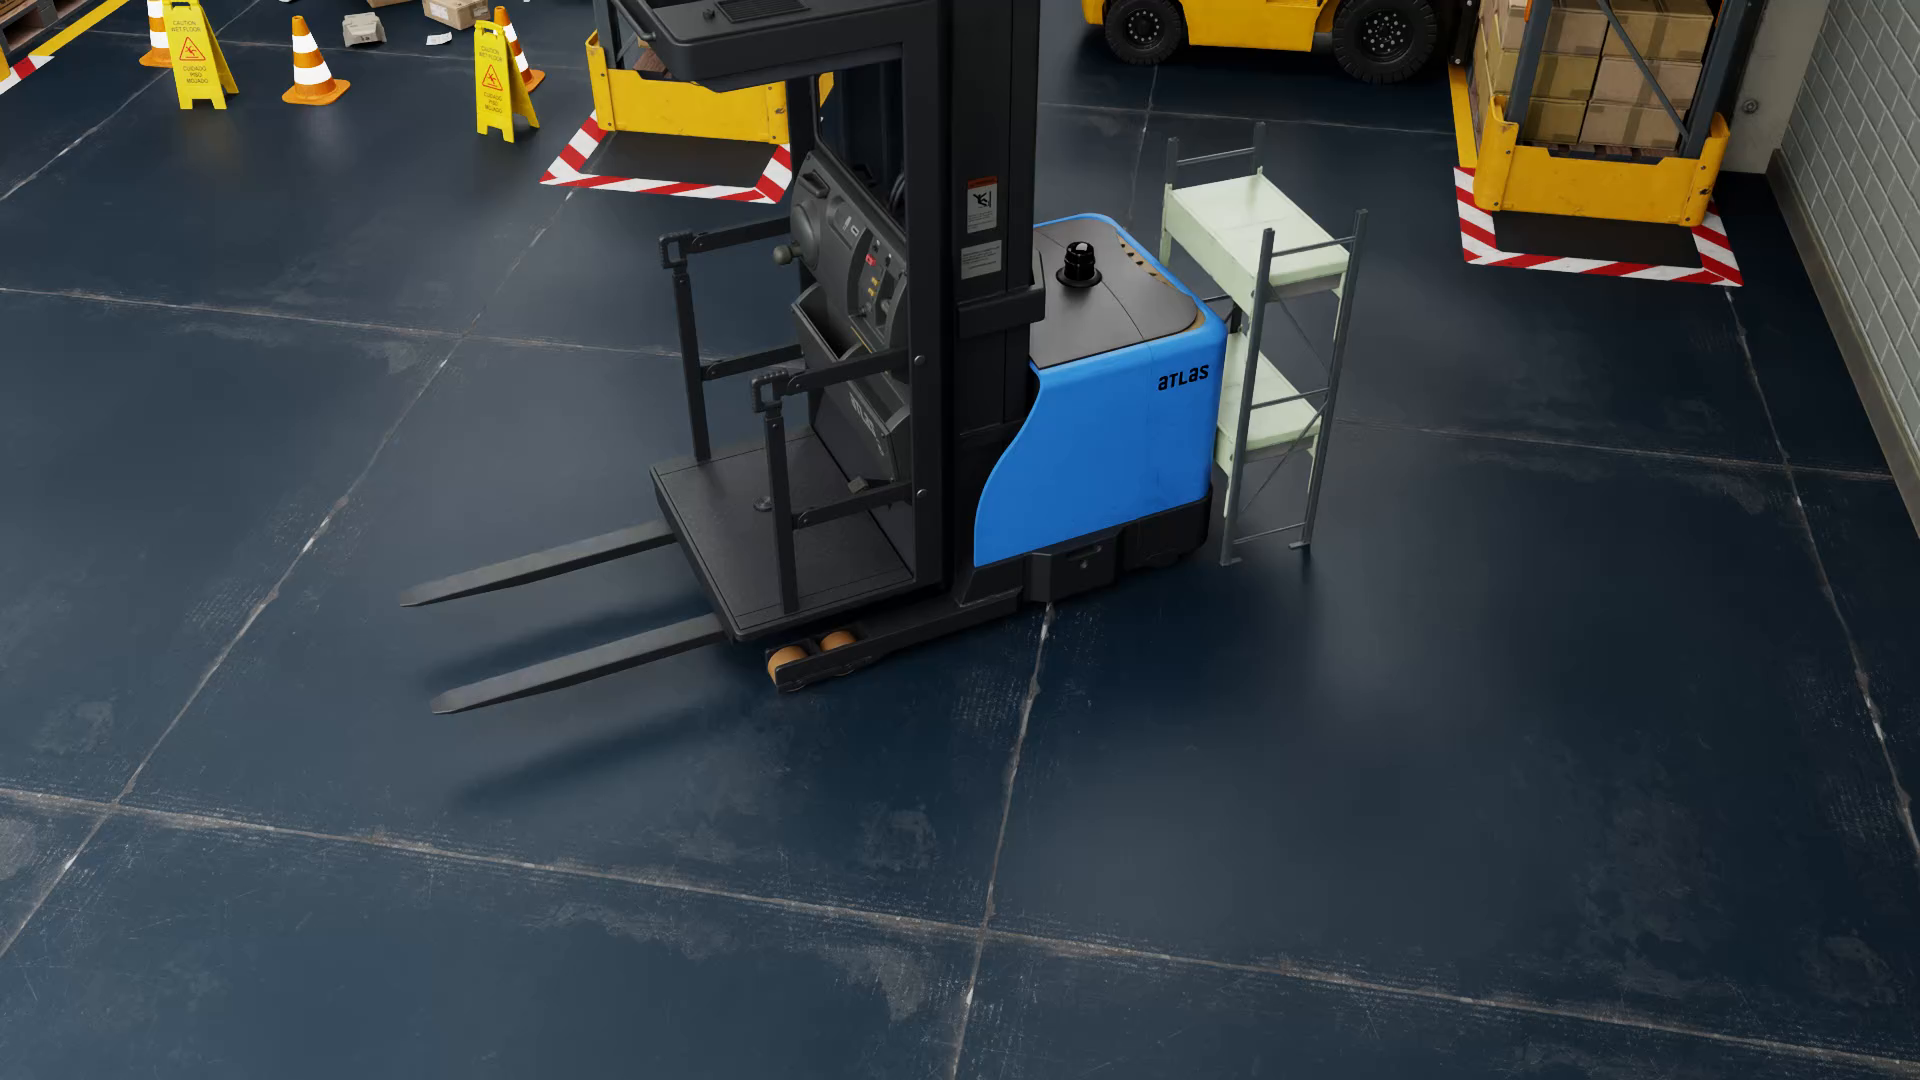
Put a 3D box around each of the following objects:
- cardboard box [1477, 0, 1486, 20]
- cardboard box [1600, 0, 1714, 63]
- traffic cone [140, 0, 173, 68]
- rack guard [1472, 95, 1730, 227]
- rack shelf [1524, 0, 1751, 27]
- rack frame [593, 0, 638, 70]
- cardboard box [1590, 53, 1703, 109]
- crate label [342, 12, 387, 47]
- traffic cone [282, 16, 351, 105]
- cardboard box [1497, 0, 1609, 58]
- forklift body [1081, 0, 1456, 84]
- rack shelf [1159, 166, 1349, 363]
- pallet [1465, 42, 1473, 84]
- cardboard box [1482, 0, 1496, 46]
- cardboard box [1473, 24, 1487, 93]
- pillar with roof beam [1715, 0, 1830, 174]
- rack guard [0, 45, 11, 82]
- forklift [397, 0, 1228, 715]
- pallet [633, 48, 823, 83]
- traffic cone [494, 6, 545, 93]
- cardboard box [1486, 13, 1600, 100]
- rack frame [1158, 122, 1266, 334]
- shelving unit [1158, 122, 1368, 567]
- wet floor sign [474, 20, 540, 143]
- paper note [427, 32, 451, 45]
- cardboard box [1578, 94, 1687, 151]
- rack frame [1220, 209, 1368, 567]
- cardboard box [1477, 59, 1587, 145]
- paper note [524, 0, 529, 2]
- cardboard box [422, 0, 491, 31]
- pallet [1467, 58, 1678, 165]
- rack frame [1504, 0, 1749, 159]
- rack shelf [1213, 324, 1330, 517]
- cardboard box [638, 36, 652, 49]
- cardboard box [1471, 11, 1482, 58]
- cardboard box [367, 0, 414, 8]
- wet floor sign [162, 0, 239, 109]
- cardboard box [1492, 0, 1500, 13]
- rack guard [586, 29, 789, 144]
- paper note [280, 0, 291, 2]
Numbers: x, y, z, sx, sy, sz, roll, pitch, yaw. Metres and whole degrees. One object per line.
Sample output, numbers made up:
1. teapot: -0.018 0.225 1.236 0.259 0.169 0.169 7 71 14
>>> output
1. cardboard box: 3.310 -3.258 9.773 0.500 0.250 0.500 6 40 7
2. cardboard box: 3.637 -2.752 8.768 0.500 0.250 0.500 6 40 7
3. traffic cone: -4.924 -3.210 10.270 0.336 0.463 0.334 6 40 8
4. rack guard: 3.363 -2.005 8.783 1.175 0.500 0.348 6 40 8
5. rack shelf: 3.713 -3.962 9.752 1.077 0.370 4.000 6 40 8
6. rack frame: -1.522 -3.529 8.664 1.000 3.000 0.127 6 40 8
7. cardboard box: 3.653 -2.551 8.917 0.500 0.250 0.500 7 40 8
8. crate label: -3.795 -3.247 10.570 0.250 0.136 0.298 -13 41 -15
9. traffic cone: -3.870 -2.872 9.861 0.336 0.463 0.334 6 40 8
10. cardboard box: 3.140 -2.795 8.820 0.500 0.250 0.500 8 40 9
11. forklift body: 1.899 -4.048 9.958 2.313 2.155 1.214 6 40 8
12. rack shelf: 1.098 -1.042 6.221 0.431 0.370 0.720 -14 41 -16
13. pallet: 3.672 -3.157 10.403 1.003 0.211 1.213 6 40 8
14. cardboard box: 3.241 -2.932 9.378 0.500 0.250 0.500 6 40 7
15. cardboard box: 3.233 -2.727 9.522 0.500 0.250 0.500 6 40 8
16. pillar with roof beam: 0.135 -6.108 7.076 9.100 9.000 0.400 6 40 8
17. rack guard: -6.419 -3.033 10.026 1.175 0.500 0.348 6 40 8
18. forklift: -0.569 -0.962 5.613 3.031 2.935 1.130 -16 42 -19
19. pallet: -1.334 -3.008 10.222 1.003 0.211 1.213 6 40 8
20. traffic cone: -2.718 -2.963 9.971 0.336 0.463 0.334 6 40 8
21. cardboard box: 3.144 -2.619 8.999 0.500 0.250 0.500 6 40 7
22. rack frame: 0.969 -0.959 6.733 0.400 1.500 0.023 -14 41 -16
23. shelving unit: 1.098 -0.741 6.469 0.431 1.500 0.755 -14 41 -16
24. wet floor sign: -2.609 -2.620 9.413 0.267 0.644 0.232 20 44 23
25. paper note: -3.319 -3.197 10.593 0.148 0.019 0.142 -6 40 -8
26. cardboard box: 3.645 -2.373 9.094 0.500 0.250 0.500 7 40 8
27. rack frame: 1.228 -0.523 6.206 0.400 1.500 0.023 -14 41 -16
28. cardboard box: 3.137 -2.416 9.146 0.500 0.250 0.500 7 40 8
29. paper note: -2.883 -3.629 11.131 0.032 0.001 0.123 6 40 8
30. cardboard box: -3.285 -3.475 10.836 0.380 0.149 0.250 28 47 30
31. pallet: 3.458 -2.394 9.479 1.003 0.211 1.213 6 40 8
32. rack frame: 3.367 -2.984 8.005 1.000 3.000 0.127 6 40 8
33. rack shelf: 1.098 -0.490 6.677 0.431 0.370 0.720 -14 41 -16
34. cardboard box: -1.643 -3.183 10.074 0.500 0.250 0.500 6 40 7
35. cardboard box: 3.328 -3.040 9.901 0.500 0.250 0.500 7 40 8
36. cardboard box: -3.712 -3.948 11.130 0.797 0.503 0.637 -20 44 -23
37. wet floor sign: -4.470 -2.867 9.712 0.267 0.644 0.232 0 40 0
38. cardboard box: 3.222 -3.116 9.208 0.500 0.250 0.500 7 40 8
39. rack guard: -1.509 -2.613 9.518 1.175 0.500 0.348 6 40 8
40. paper note: -4.479 -3.637 11.126 0.144 0.017 0.142 20 44 23
